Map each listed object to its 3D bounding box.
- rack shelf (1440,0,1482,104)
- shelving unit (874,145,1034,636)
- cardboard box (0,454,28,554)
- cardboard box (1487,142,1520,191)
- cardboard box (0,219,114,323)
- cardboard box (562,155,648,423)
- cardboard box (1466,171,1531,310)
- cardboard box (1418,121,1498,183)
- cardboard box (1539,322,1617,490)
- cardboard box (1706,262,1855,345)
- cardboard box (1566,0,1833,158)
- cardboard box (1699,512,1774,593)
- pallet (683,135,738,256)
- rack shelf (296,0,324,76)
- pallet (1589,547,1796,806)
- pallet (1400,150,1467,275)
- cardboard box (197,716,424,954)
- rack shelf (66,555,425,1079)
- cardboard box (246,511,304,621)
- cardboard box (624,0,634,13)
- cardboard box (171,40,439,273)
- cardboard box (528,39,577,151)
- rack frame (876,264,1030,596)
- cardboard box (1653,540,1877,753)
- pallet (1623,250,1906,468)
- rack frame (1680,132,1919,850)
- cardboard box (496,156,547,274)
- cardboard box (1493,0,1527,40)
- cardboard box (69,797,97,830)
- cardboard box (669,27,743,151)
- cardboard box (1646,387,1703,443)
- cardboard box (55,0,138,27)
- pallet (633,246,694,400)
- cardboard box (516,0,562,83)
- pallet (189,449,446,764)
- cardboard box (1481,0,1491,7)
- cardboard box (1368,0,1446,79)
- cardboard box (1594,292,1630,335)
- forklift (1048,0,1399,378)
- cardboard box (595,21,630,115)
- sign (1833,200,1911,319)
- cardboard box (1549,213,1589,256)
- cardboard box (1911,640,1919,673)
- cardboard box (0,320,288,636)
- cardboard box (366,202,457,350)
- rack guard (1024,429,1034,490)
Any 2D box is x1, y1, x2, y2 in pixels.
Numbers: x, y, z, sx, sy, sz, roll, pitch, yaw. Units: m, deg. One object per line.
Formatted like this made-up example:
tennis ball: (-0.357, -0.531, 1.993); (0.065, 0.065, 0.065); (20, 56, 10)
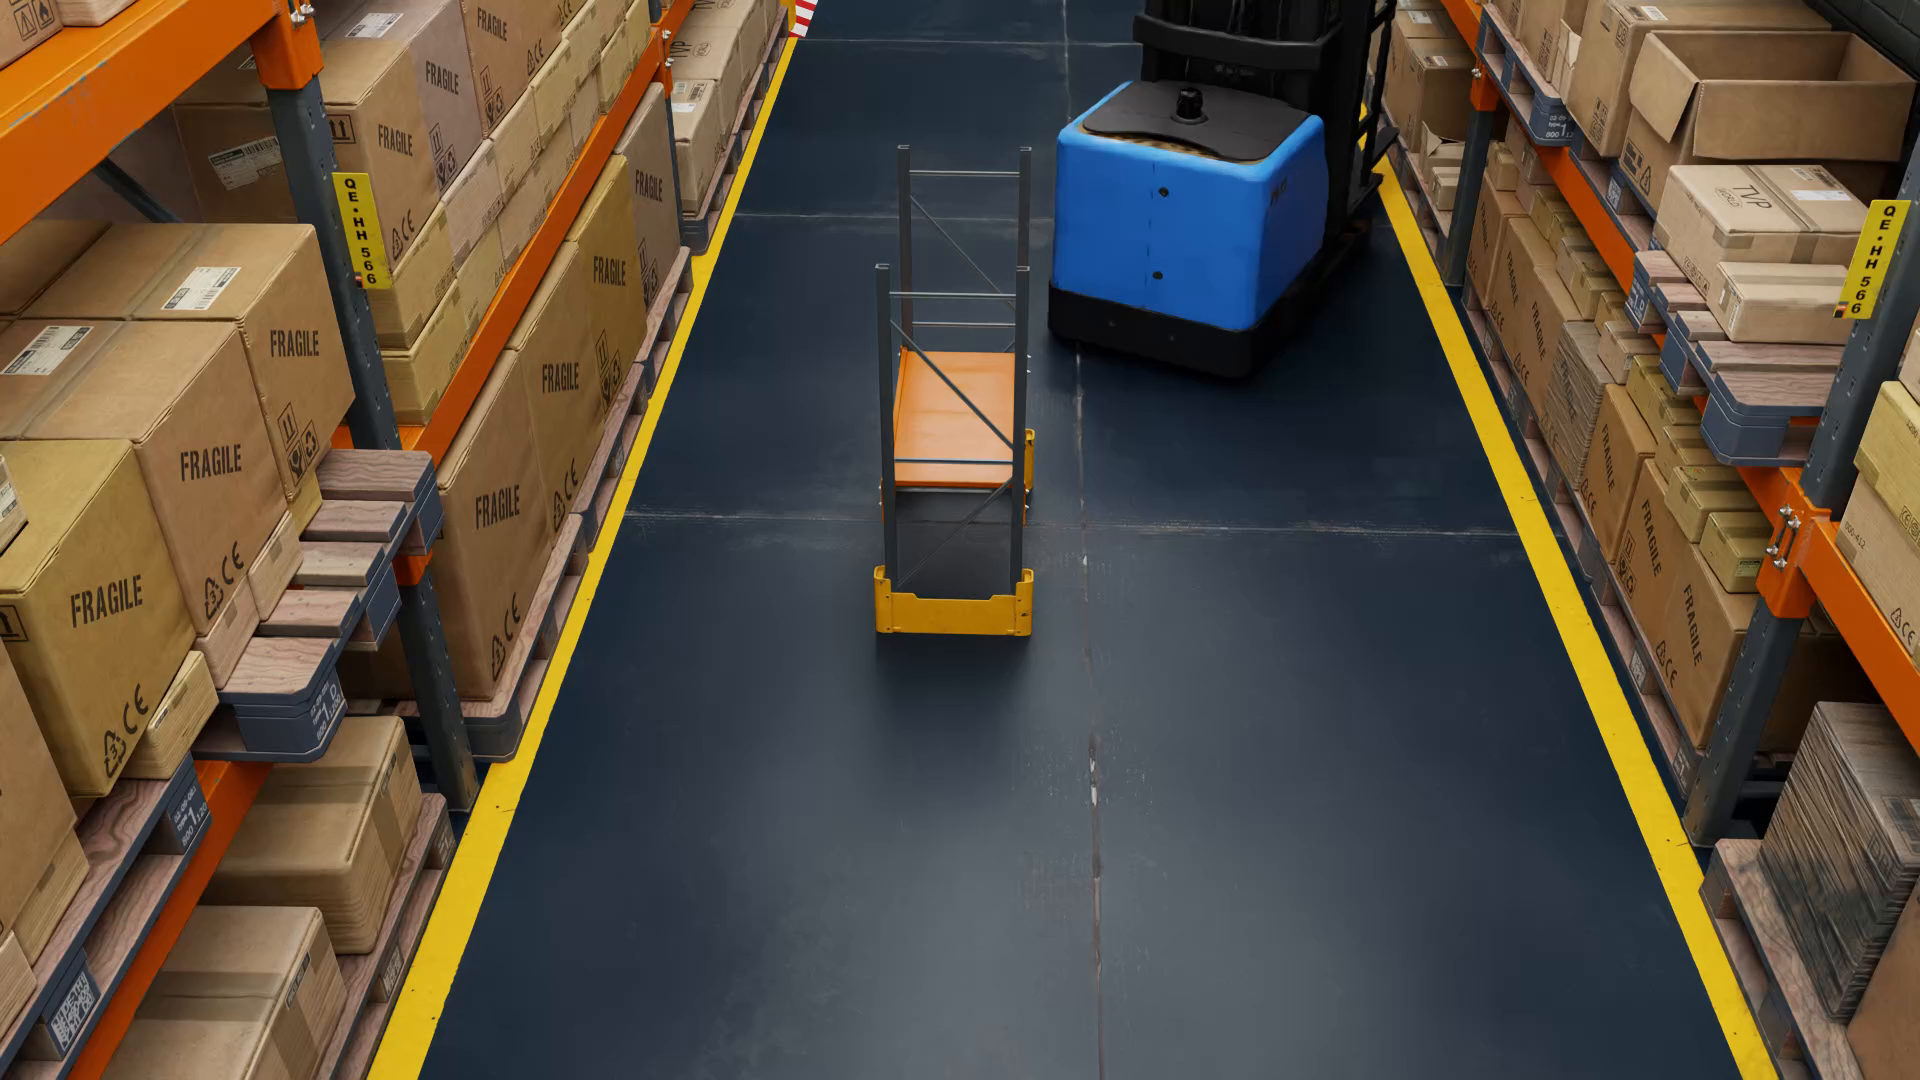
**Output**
rack shelf: (3.093, -3.411, 9.621); (1.077, 0.370, 4.000); (1, 35, 2)
shelving unit: (-0.003, -0.570, 6.256); (0.587, 1.500, 1.083); (1, 35, 2)
cardboard box: (-1.891, -0.024, 2.901); (0.380, 0.149, 0.250); (0, 35, 0)
cardboard box: (2.733, -1.771, 7.906); (0.380, 0.149, 0.250); (3, 35, 4)
cardboard box: (-2.357, -0.452, 4.074); (0.500, 0.500, 0.500); (0, 35, 1)
cardboard box: (-1.920, -1.094, 7.181); (0.875, 0.875, 0.875); (2, 35, 3)
cardboard box: (2.769, -1.433, 7.989); (0.500, 0.500, 0.500); (3, 35, 4)
cardboard box: (2.756, -2.142, 9.201); (0.396, 0.266, 0.258); (3, 35, 4)
cardboard box: (2.706, -0.542, 6.722); (0.500, 0.500, 0.500); (0, 35, 0)
cardboard box: (2.495, -0.714, 5.010); (0.380, 0.149, 0.250); (2, 35, 3)
cardboard box: (2.718, -1.748, 6.176); (0.700, 0.500, 0.500); (1, 35, 2)
cardboard box: (2.619, 0.037, 5.333); (0.380, 0.149, 0.250); (0, 35, 0)
pallet: (-1.838, -1.963, 9.360); (1.003, 0.211, 1.213); (1, 35, 2)
rack shelf: (-2.027, -2.453, 5.648); (1.077, 0.370, 4.000); (1, 35, 2)
pallet: (2.920, 0.454, 5.920); (1.003, 0.211, 1.213); (1, 35, 2)
pallet: (3.041, -1.810, 9.142); (1.003, 0.211, 1.213); (1, 35, 2)
cardboard box: (-2.140, 0.857, 4.842); (0.950, 0.372, 0.625); (-1, 35, -1)
rack shelf: (-2.188, 1.072, 3.241); (1.077, 0.370, 4.000); (1, 35, 2)
cardboard box: (-1.790, 0.055, 3.916); (0.380, 0.149, 0.250); (1, 35, 1)
cardboard box: (-1.722, -2.553, 7.470); (0.500, 0.250, 0.500); (1, 35, 2)
cardboard box: (-1.843, -1.099, 4.748); (0.500, 0.500, 0.500); (0, 35, 0)
cardboard box: (-1.753, -1.674, 6.218); (0.500, 0.250, 0.500); (2, 35, 3)
rack frame: (-0.024, -0.273, 5.833); (0.500, 1.500, 0.032); (1, 35, 2)
cardboard box: (2.654, 0.345, 5.460); (0.500, 0.500, 0.500); (2, 35, 3)
pallet: (2.809, -0.571, 5.121); (1.213, 0.211, 1.003); (1, 35, 2)
rack frame: (2.852, -0.258, 4.509); (1.000, 3.000, 0.127); (1, 35, 2)
cardboard box: (-1.807, -1.182, 5.953); (0.500, 0.250, 0.500); (2, 35, 3)
cardboard box: (2.770, -2.497, 7.241); (0.700, 0.500, 0.500); (2, 35, 3)
cardboard box: (-1.941, 0.500, 3.284); (0.380, 0.149, 0.250); (2, 35, 2)
cardboard box: (-1.779, -2.665, 9.797); (0.875, 0.438, 0.875); (0, 35, 0)
cardboard box: (2.710, -0.421, 5.985); (0.380, 0.149, 0.250); (2, 35, 3)
cardboard box: (-1.912, -1.167, 3.411); (0.380, 0.149, 0.250); (1, 35, 2)
pallet: (-1.903, -1.083, 8.108); (1.003, 0.211, 1.213); (1, 35, 2)
cardboard box: (-1.773, -1.971, 5.989); (0.500, 0.500, 0.500); (2, 35, 3)
pallet: (-2.030, 0.119, 4.138); (1.213, 0.211, 1.003); (1, 35, 2)
cardboard box: (2.773, -2.643, 8.120); (0.380, 0.149, 0.250); (2, 35, 3)
cardboard box: (2.981, -3.164, 10.453); (0.700, 0.500, 0.500); (3, 35, 4)
cardboard box: (2.761, -0.864, 6.615); (0.380, 0.149, 0.250); (1, 35, 2)
forklift: (1.574, -2.777, 8.153); (1.130, 2.935, 3.031); (17, 39, 23)
cardboard box: (-1.735, -2.052, 7.191); (0.500, 0.250, 0.500); (1, 35, 1)
sign: (2.310, -0.707, 4.209); (0.100, 0.325, 0.005); (1, 35, 2)
cardboard box: (2.802, -1.305, 7.242); (0.380, 0.149, 0.250); (1, 35, 1)
cardboard box: (2.565, 0.341, 3.786); (0.500, 0.250, 0.500); (1, 35, 1)
cardboard box: (-1.858, -0.140, 3.630); (0.500, 0.500, 0.500); (1, 35, 1)
cardboard box: (-1.840, -0.800, 4.975); (0.500, 0.250, 0.500); (1, 35, 2)
rack guard: (0.017, -0.345, 7.023); (0.587, 0.250, 0.087); (1, 35, 2)
